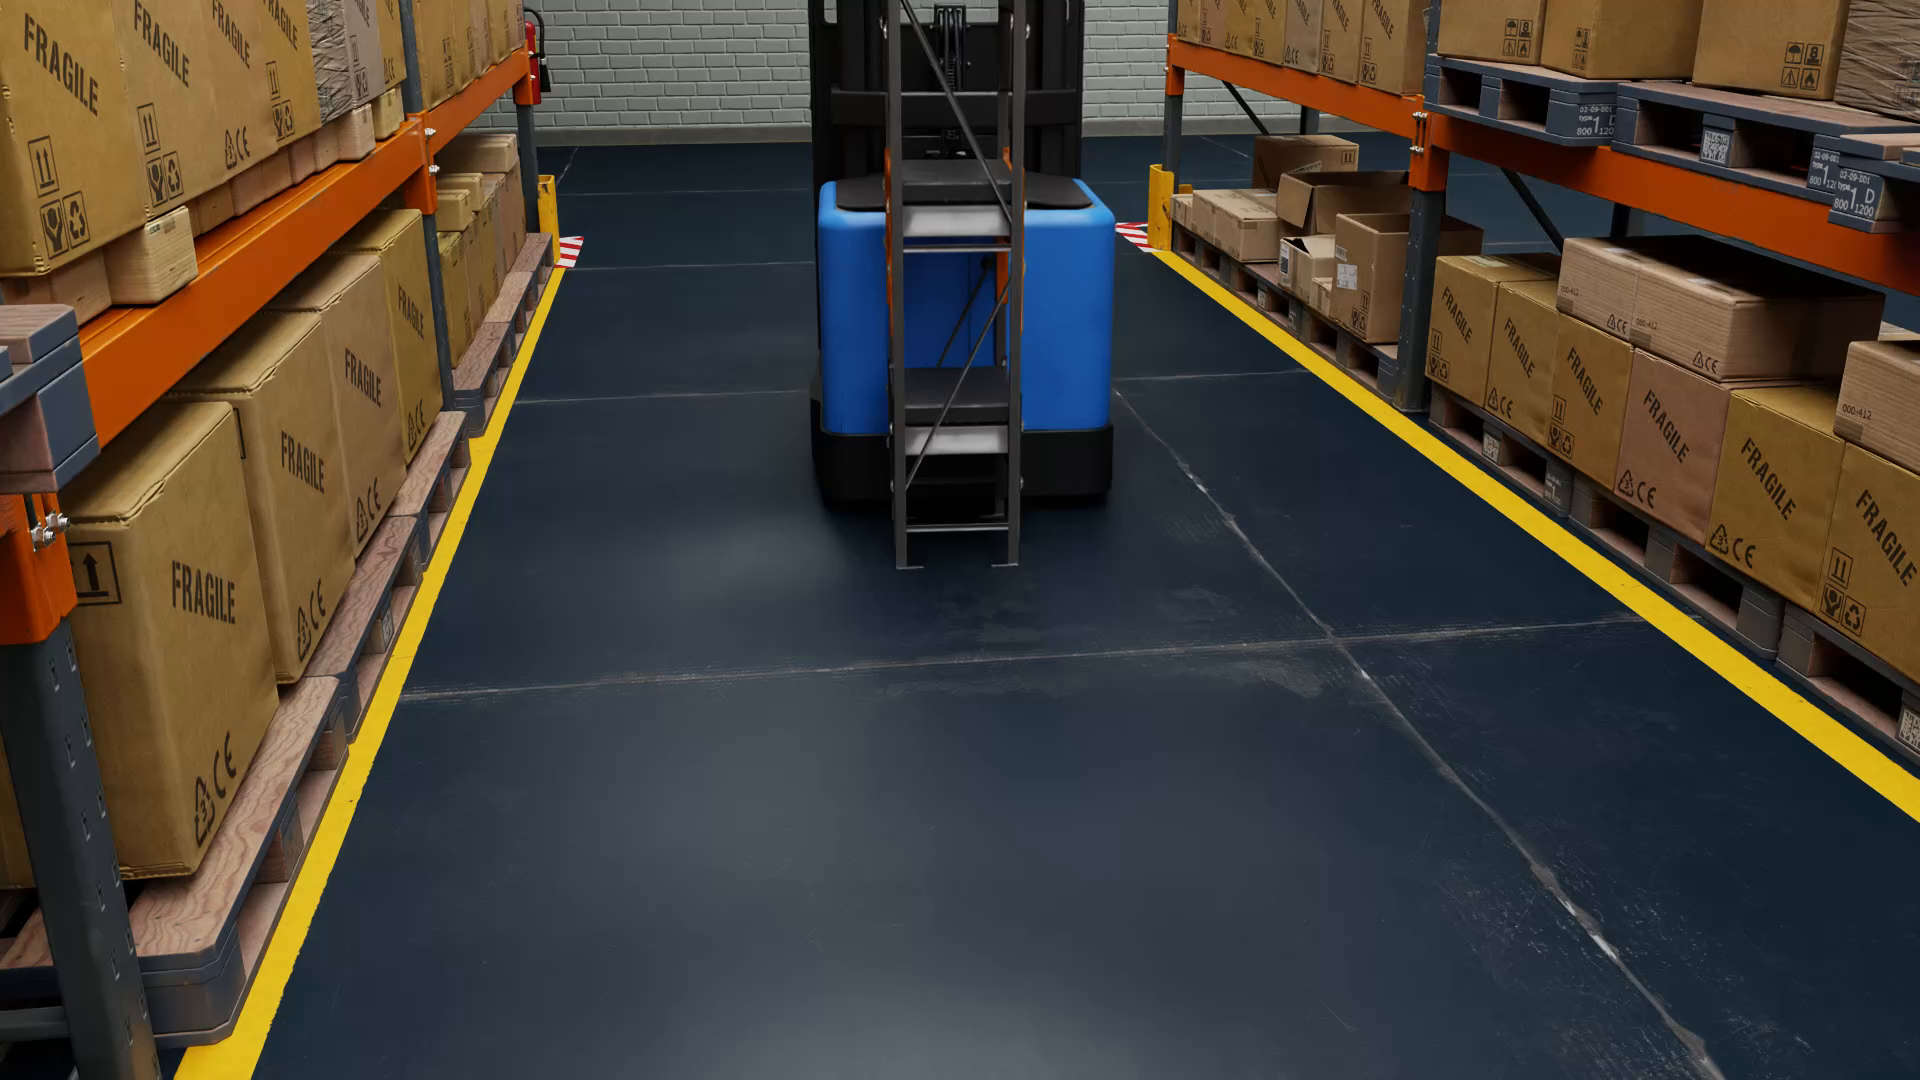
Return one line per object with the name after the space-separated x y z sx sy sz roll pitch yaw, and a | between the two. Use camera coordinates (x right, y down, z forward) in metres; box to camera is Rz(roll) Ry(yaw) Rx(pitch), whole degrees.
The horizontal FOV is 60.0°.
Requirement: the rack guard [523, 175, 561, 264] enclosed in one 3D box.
-3.090 -1.962 10.256 1.175 0.500 0.348 -3 21 -8 | rack guard

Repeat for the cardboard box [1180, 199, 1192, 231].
1.572 -2.006 10.221 0.380 0.166 0.250 -3 21 -8 | cardboard box

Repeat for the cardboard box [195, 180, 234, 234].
-1.964 -0.817 3.946 0.380 0.149 0.250 -3 21 -7 | cardboard box

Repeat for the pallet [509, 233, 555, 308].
-2.893 -1.546 9.554 1.003 0.211 1.213 -3 21 -8 | pallet

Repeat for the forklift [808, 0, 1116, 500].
-0.072 -1.986 6.844 1.130 2.935 3.031 -1 21 -4 | forklift

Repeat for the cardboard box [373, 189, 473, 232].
-2.385 -1.462 7.388 0.380 0.149 0.250 -2 21 -6 | cardboard box

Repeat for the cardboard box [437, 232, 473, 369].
-2.516 -1.030 7.159 0.700 0.500 0.500 -3 21 -7 | cardboard box

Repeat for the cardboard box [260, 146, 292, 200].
-2.014 -0.994 4.422 0.380 0.149 0.250 -2 21 -6 | cardboard box

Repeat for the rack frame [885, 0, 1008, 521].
-0.043 -1.058 5.549 0.400 2.100 0.015 -1 21 -4 | rack frame

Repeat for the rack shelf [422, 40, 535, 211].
-2.798 -2.096 8.068 1.077 0.370 4.000 -3 21 -8 | rack shelf

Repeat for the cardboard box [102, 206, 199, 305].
-1.733 -0.557 3.250 0.380 0.149 0.250 -2 21 -6 | cardboard box

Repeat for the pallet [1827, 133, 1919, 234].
2.801 -0.748 3.705 1.213 0.211 1.003 -3 21 -8 | pallet

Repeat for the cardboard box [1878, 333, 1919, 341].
2.957 -0.349 5.307 0.500 0.500 0.500 -4 21 -10 | cardboard box

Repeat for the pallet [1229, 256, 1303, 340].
2.115 -1.346 9.019 1.003 0.211 1.213 -3 21 -8 | pallet

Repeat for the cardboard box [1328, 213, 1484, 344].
2.029 -1.209 7.611 0.500 0.500 0.500 -3 21 -8 | cardboard box

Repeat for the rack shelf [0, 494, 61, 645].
-1.645 0.674 0.652 1.077 0.370 4.000 -3 21 -8 | rack shelf

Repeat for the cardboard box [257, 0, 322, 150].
-1.969 -1.265 4.221 0.500 0.500 0.500 -2 21 -6 | cardboard box

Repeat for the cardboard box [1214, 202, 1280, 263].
1.757 -1.745 9.403 0.500 0.250 0.500 -3 21 -8 | cardboard box

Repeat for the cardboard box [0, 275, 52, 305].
-1.751 -0.373 2.757 0.380 0.149 0.250 -3 21 -9 | cardboard box

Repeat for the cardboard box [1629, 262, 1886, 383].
2.437 -0.678 5.117 0.500 0.250 0.500 -3 21 -9 | cardboard box

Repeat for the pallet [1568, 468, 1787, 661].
2.726 0.018 5.366 1.003 0.211 1.213 -3 21 -8 | pallet

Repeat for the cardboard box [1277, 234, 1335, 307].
1.921 -1.380 8.339 0.500 0.311 0.500 -3 21 -8 | cardboard box

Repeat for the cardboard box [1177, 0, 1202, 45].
1.618 -3.256 10.004 0.500 0.500 0.500 -2 21 -7 | cardboard box

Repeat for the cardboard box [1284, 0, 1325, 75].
1.914 -2.554 8.125 0.500 0.500 0.500 -2 21 -7 | cardboard box

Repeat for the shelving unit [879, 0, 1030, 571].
-0.026 -0.973 5.321 0.431 2.100 0.503 -1 21 -4 | shelving unit

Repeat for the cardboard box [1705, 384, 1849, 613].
2.527 -0.133 4.728 0.500 0.500 0.500 -4 21 -10 | cardboard box

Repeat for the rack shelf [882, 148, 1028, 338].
-0.026 -0.960 5.326 0.431 0.518 0.480 -1 21 -4 | rack shelf

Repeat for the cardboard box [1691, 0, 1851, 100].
2.708 -1.626 5.040 0.700 0.500 0.500 -8 22 -21 | cardboard box

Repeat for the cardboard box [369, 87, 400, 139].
-2.121 -1.443 5.623 0.380 0.149 0.250 -3 21 -7 | cardboard box

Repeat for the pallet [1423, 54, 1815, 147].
2.399 -1.619 6.039 1.003 0.211 1.213 -3 21 -8 | pallet

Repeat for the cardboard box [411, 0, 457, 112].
-2.572 -2.069 6.541 0.980 0.700 0.700 -3 21 -7 | cardboard box

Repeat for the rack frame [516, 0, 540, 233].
-3.086 -3.125 9.796 1.000 3.000 0.127 -3 21 -8 | rack frame

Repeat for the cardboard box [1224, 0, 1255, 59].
1.767 -2.904 9.061 0.500 0.500 0.500 -3 21 -8 | cardboard box

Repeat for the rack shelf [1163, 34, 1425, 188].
2.104 -2.347 8.741 1.077 0.370 4.000 -3 21 -8 | rack shelf

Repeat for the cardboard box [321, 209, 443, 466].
-2.287 -0.711 5.806 0.750 0.750 0.750 -3 21 -7 | cardboard box

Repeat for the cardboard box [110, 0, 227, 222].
-1.816 -0.914 3.279 0.500 0.500 0.500 -2 21 -6 | cardboard box

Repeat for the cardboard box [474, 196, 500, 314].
-2.657 -1.382 8.101 0.700 0.500 0.500 -2 21 -6 | cardboard box

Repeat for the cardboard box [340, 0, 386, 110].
-2.110 -1.612 5.150 0.500 0.500 0.500 -3 21 -7 | cardboard box

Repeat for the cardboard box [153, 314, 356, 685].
-2.029 -0.110 4.195 0.750 0.750 0.750 -3 21 -8 | cardboard box

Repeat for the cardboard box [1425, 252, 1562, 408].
2.220 -0.847 6.640 0.500 0.500 0.500 -4 21 -10 | cardboard box

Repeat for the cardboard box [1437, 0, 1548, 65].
2.239 -2.060 6.200 0.700 0.500 0.500 -10 23 -26 | cardboard box

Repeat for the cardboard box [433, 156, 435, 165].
-2.993 -1.989 8.799 0.380 0.149 0.250 -3 21 -7 | cardboard box

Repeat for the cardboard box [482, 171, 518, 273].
-2.814 -1.740 9.061 0.700 0.500 0.500 -3 21 -8 | cardboard box

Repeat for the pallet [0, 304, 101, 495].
-1.725 -0.024 1.767 1.213 0.211 1.003 -3 21 -8 | pallet

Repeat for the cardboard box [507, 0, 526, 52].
-3.003 -3.090 9.272 0.980 0.700 0.700 -2 21 -5 | cardboard box

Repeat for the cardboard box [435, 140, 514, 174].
-2.650 -2.094 9.080 0.380 0.149 0.250 -2 21 -6 | cardboard box

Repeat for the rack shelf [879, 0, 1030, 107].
-0.026 -1.616 5.081 0.431 0.518 0.480 -1 21 -4 | rack shelf

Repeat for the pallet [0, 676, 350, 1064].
-1.972 0.674 3.609 1.003 0.211 1.213 -3 21 -8 | pallet

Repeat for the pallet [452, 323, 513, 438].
-2.542 -0.701 7.292 1.003 0.211 1.213 -3 21 -8 | pallet

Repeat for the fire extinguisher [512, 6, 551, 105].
-2.651 -2.990 10.077 0.296 0.674 0.183 -3 21 -8 | fire extinguisher

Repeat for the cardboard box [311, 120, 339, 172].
-2.062 -1.174 4.904 0.380 0.149 0.250 -3 21 -8 | cardboard box

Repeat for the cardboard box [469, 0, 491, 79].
-2.786 -2.574 7.891 0.980 0.700 0.700 -4 21 -10 | cardboard box

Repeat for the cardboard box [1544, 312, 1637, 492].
2.373 -0.489 5.682 0.500 0.500 0.500 -3 21 -7 | cardboard box

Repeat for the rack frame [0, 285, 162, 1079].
-1.930 -0.355 2.381 0.949 2.616 0.053 -3 21 -8 | rack frame

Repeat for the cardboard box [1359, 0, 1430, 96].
2.066 -2.198 7.172 0.500 0.500 0.500 -3 21 -7 | cardboard box
